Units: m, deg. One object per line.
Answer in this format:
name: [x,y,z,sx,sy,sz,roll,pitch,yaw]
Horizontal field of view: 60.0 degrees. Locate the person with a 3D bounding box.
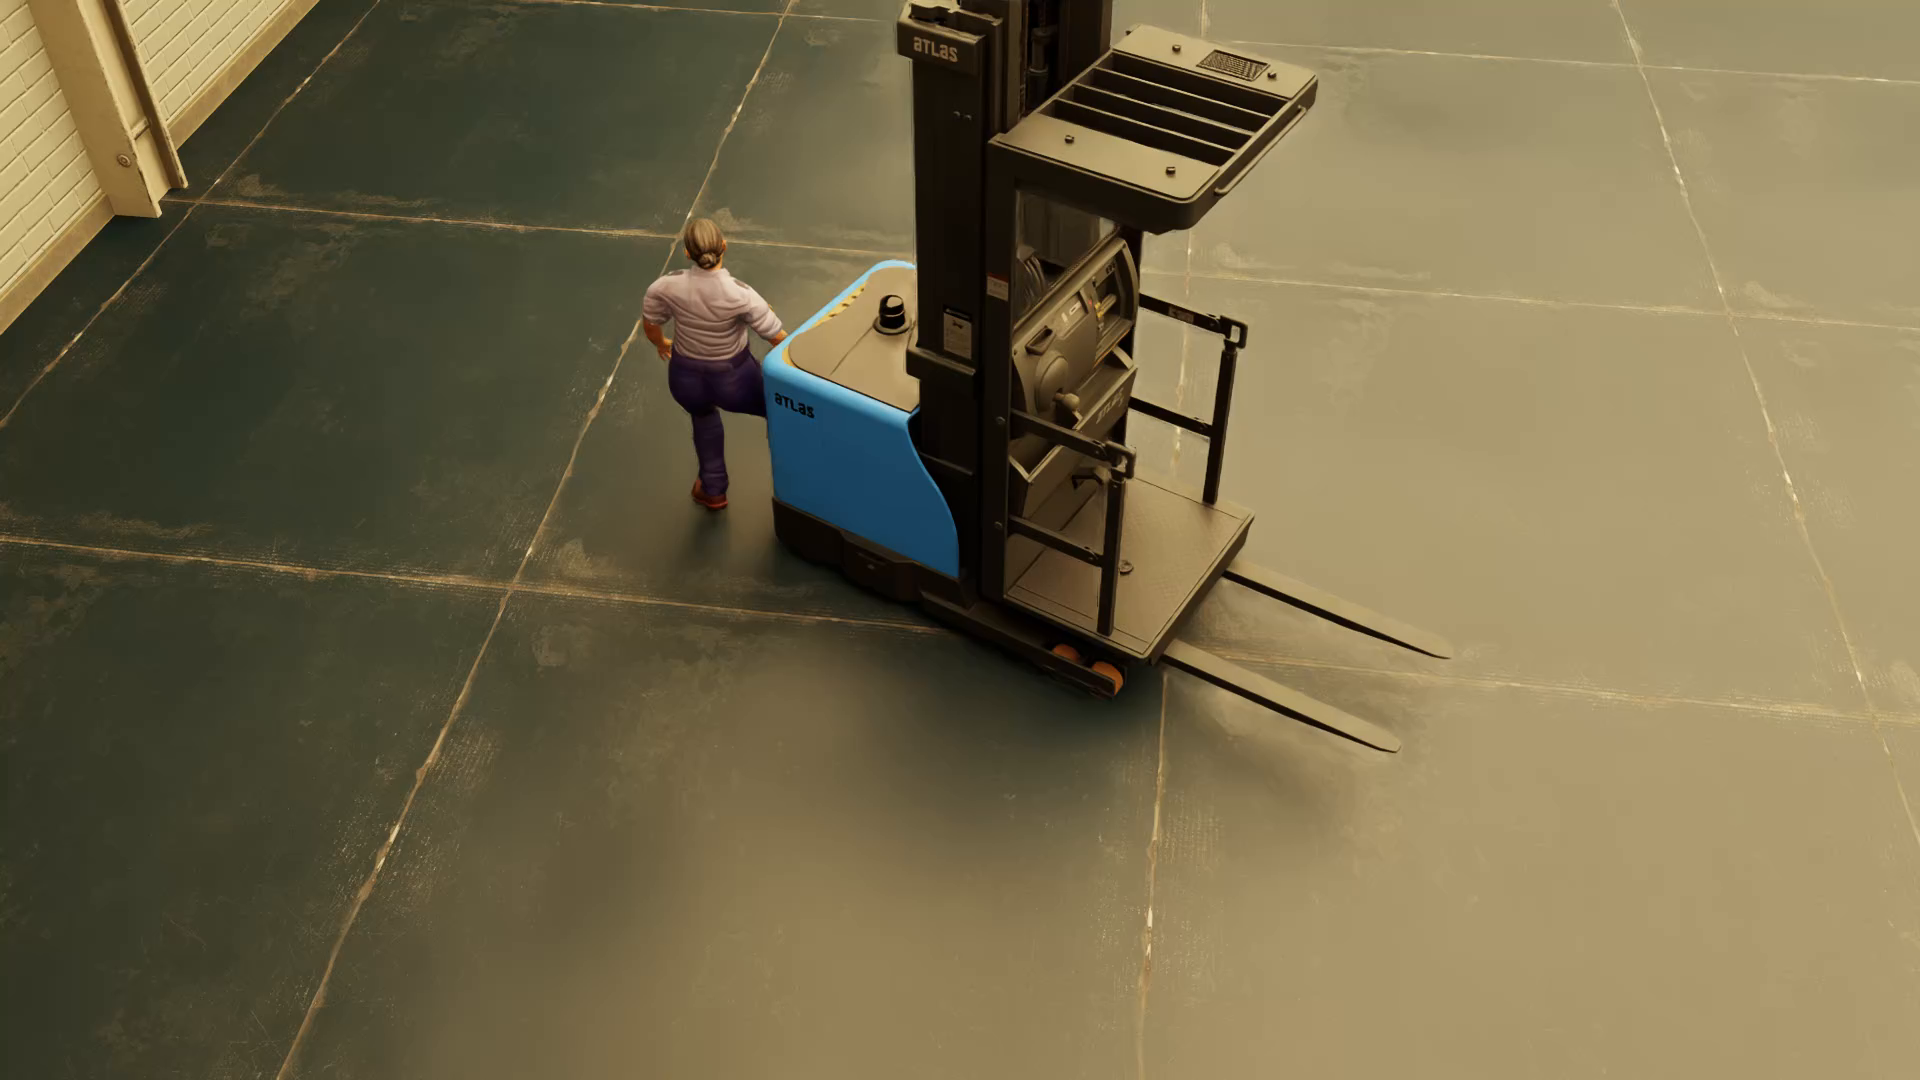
person: [-1.042,-0.866,7.673,0.710,1.579,0.640,7,43,8]

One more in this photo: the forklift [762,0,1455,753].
forklift: [0.645,-0.807,6.603,3.031,2.935,1.130,23,47,23]
